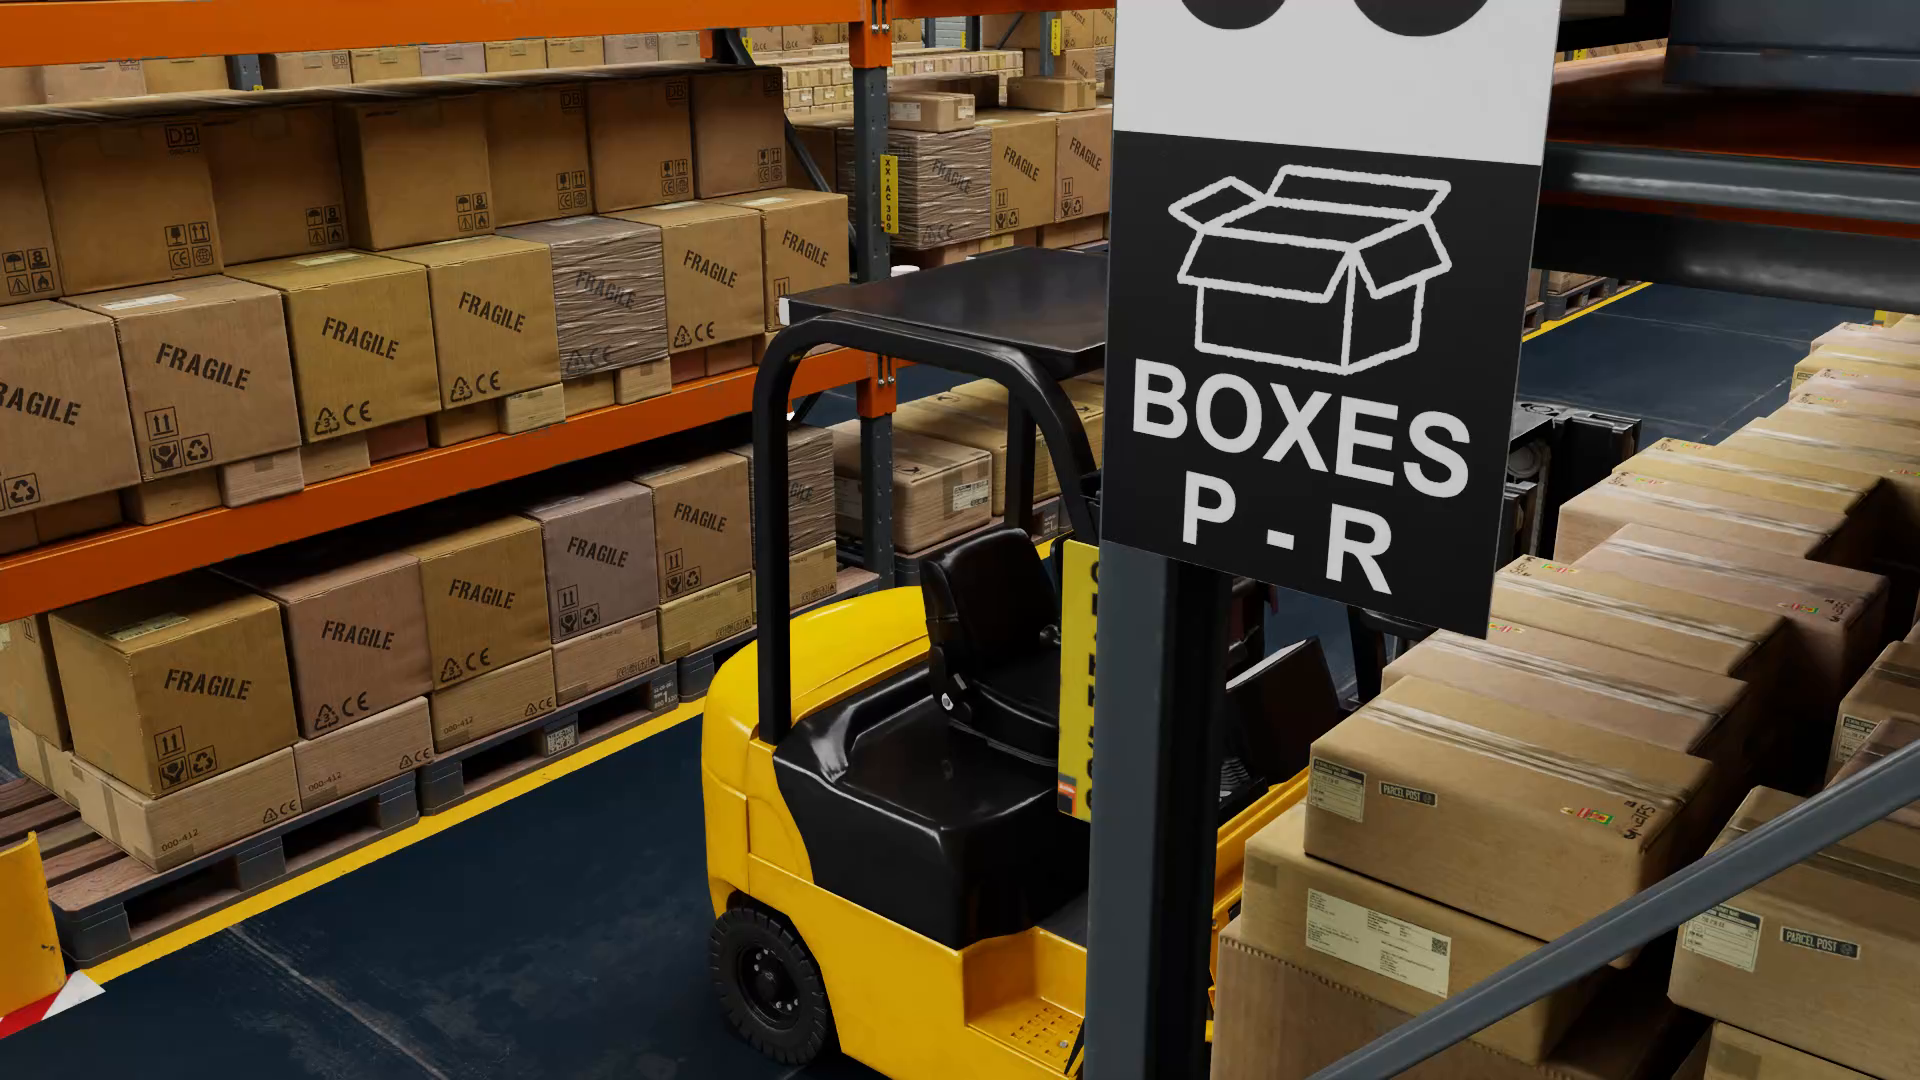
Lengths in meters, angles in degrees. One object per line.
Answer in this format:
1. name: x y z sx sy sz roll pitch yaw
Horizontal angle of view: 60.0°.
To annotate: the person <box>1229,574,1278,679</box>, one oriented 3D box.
1. person: 0.931 0.083 5.864 0.421 1.774 0.643 15 25 36
